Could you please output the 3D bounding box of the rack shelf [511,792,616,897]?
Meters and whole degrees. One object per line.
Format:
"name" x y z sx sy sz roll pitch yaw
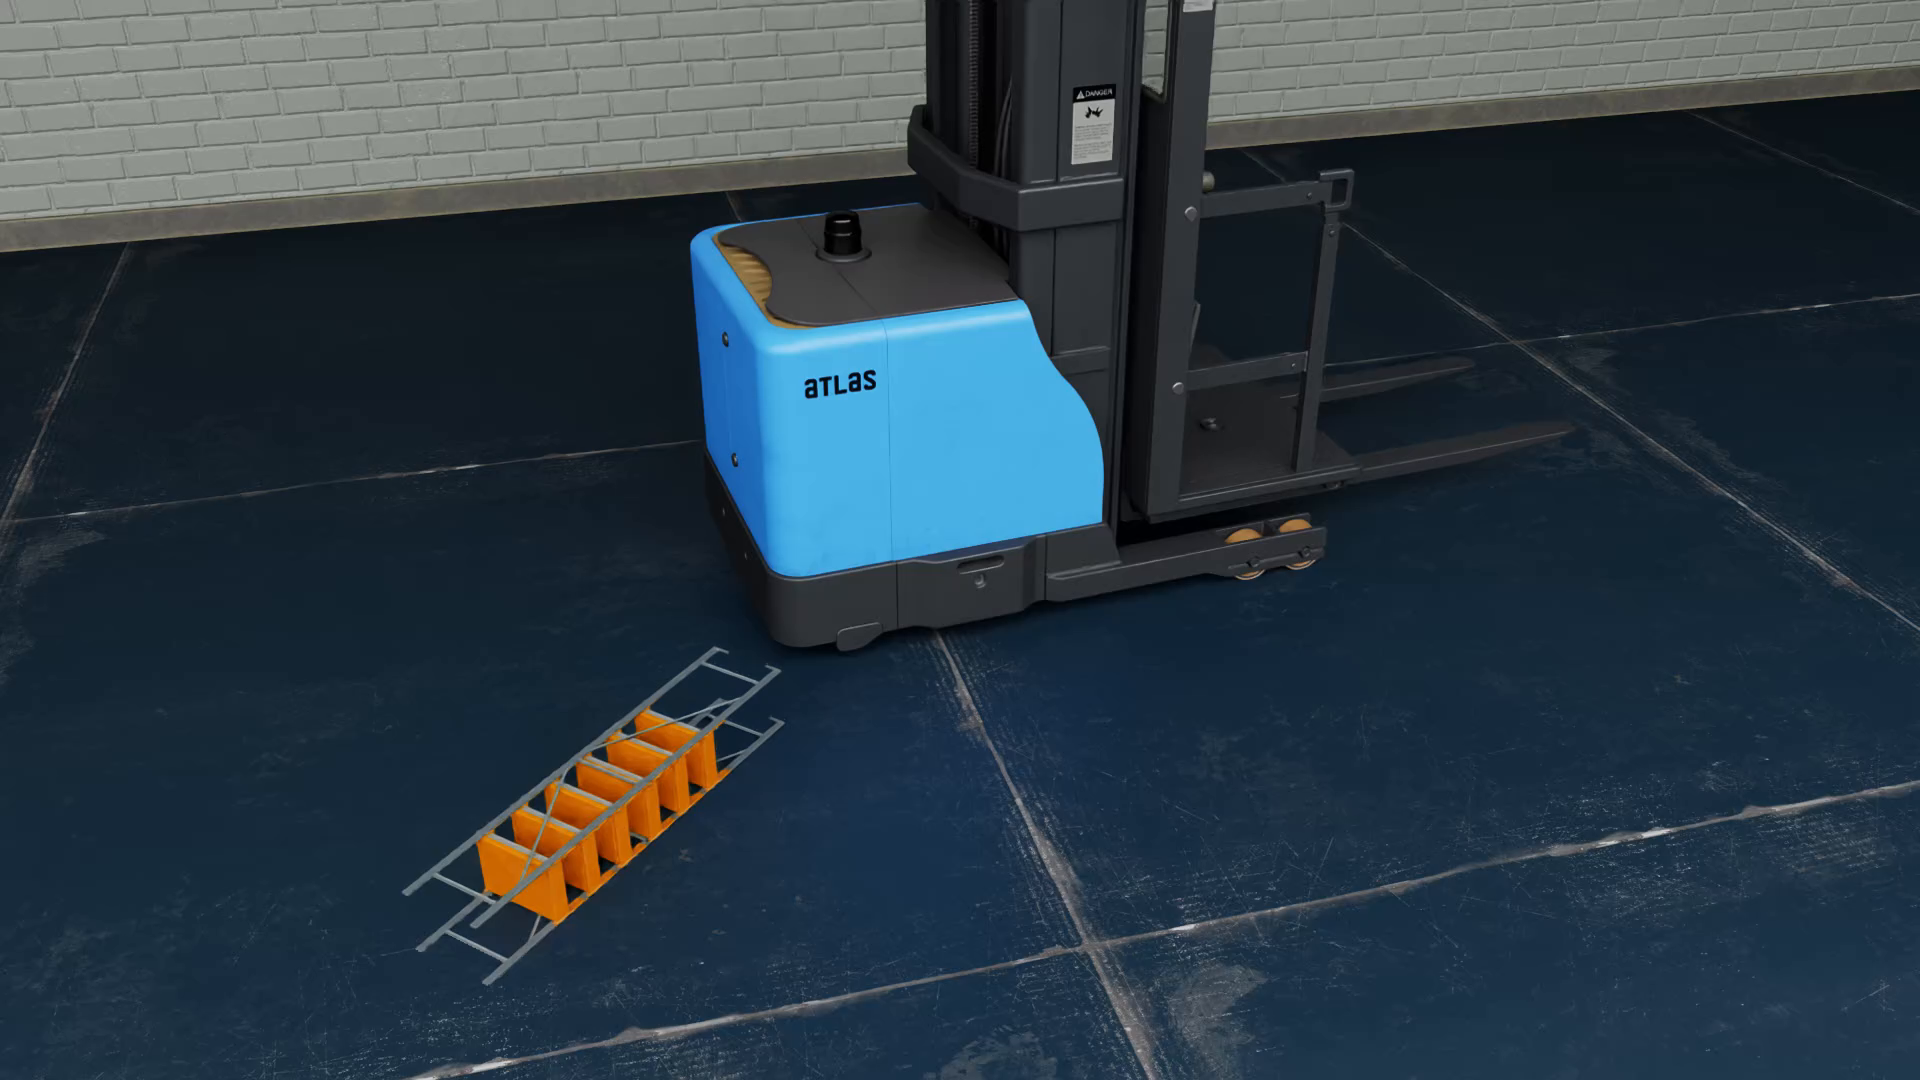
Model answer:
"rack shelf" -1.013 0.767 4.231 0.258 0.180 0.103 16 34 26

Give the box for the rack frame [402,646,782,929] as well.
"rack frame" -0.914 0.603 4.330 0.240 0.006 1.200 16 34 26

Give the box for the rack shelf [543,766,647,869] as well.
"rack shelf" -0.952 0.715 4.320 0.258 0.180 0.103 16 34 26

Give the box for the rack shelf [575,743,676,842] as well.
"rack shelf" -0.891 0.662 4.409 0.258 0.180 0.103 16 34 26

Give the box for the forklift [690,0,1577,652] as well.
"forklift" 0.694 -1.373 5.196 3.031 2.935 1.130 -10 32 -17

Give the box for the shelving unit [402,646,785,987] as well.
"shelving unit" -0.914 0.682 4.376 0.258 0.189 1.200 16 34 26

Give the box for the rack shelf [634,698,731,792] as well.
"rack shelf" -0.770 0.558 4.588 0.258 0.180 0.103 16 34 26

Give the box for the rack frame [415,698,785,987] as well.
"rack frame" -0.914 0.761 4.423 0.240 0.006 1.200 16 34 26

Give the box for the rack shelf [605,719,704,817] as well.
"rack shelf" -0.831 0.610 4.499 0.258 0.180 0.103 16 34 26

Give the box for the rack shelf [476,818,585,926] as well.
"rack shelf" -1.074 0.820 4.142 0.258 0.180 0.103 16 34 26
